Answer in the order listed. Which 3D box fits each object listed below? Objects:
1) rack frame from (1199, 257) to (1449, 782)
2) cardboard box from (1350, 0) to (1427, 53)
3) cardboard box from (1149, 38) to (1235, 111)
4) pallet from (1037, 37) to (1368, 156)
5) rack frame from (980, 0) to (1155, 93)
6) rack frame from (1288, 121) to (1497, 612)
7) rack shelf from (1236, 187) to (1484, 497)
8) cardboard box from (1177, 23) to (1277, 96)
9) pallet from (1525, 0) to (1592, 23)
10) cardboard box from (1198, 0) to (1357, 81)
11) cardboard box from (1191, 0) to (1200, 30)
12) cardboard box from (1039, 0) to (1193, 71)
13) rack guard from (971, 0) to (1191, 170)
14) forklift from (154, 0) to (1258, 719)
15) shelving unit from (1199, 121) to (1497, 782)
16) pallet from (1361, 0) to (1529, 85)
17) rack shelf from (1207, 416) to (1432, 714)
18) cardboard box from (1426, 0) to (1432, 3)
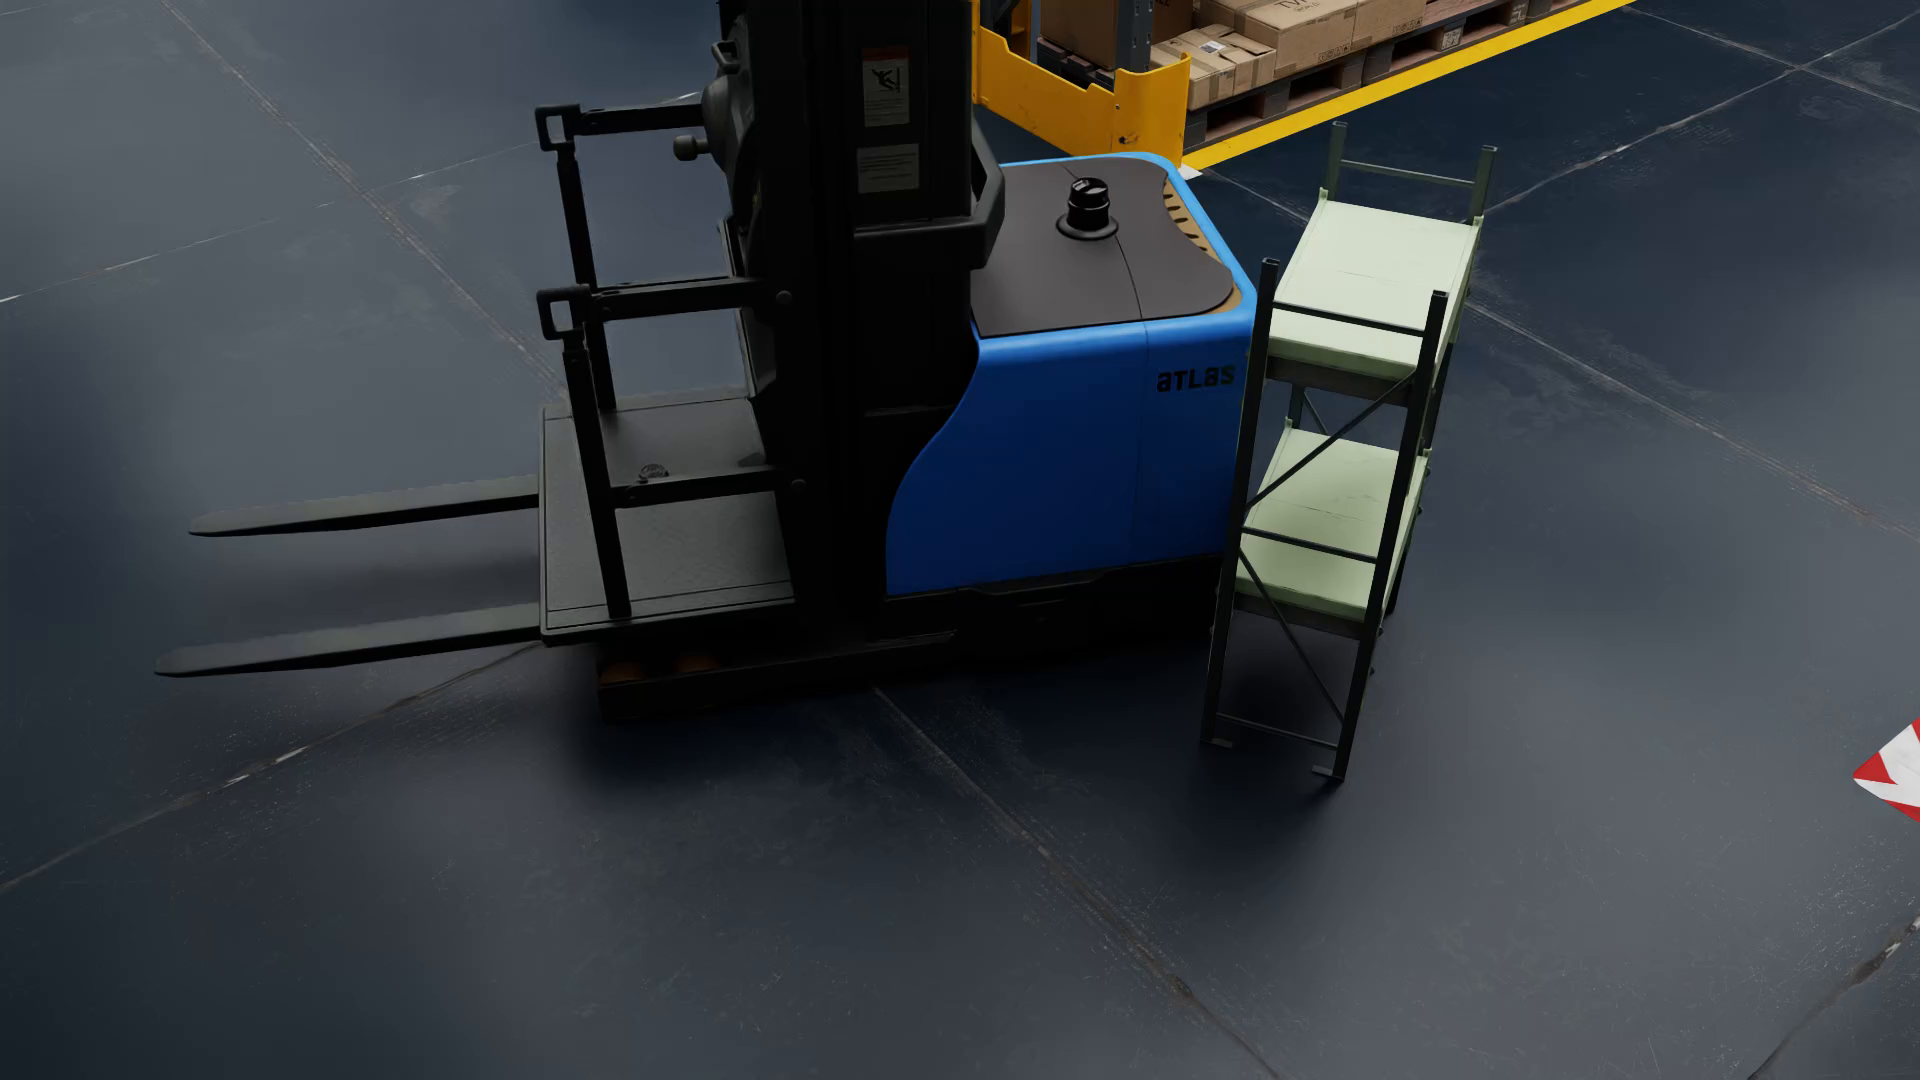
[{"bbox_3d":[0.848,0.015,4.050,0.400,1.500,0.023,14,41,17],"label":"rack frame"},{"bbox_3d":[1.833,-2.543,7.806,0.500,0.250,0.500,-26,46,-28],"label":"cardboard box"},{"bbox_3d":[0.977,-2.039,7.271,0.250,0.149,0.380,-26,46,-28],"label":"cardboard box"},{"bbox_3d":[1.128,-2.241,7.816,1.213,0.211,1.003,-26,46,-28],"label":"pallet"},{"bbox_3d":[0.436,-2.982,6.520,0.127,3.000,1.000,-26,46,-28],"label":"rack frame"},{"bbox_3d":[1.119,-0.417,4.575,0.400,1.500,0.023,14,41,17],"label":"rack frame"},{"bbox_3d":[0.984,-0.503,4.065,0.431,0.370,0.720,14,41,17],"label":"rack shelf"},{"bbox_3d":[1.176,-2.142,7.383,0.250,0.166,0.380,-26,46,-28],"label":"cardboard box"},{"bbox_3d":[3.062,-3.185,8.966,1.213,0.211,1.003,-26,46,-28],"label":"pallet"},{"bbox_3d":[1.436,-2.349,7.570,0.500,0.250,0.500,-26,46,-28],"label":"cardboard box"},{"bbox_3d":[1.093,-2.502,7.822,0.250,0.166,0.380,-26,46,-28],"label":"cardboard box"},{"bbox_3d":[0.717,-2.519,7.580,0.500,0.500,0.500,-26,46,-28],"label":"cardboard box"},{"bbox_3d":[0.496,-2.045,7.348,0.348,0.500,1.175,-26,46,-28],"label":"rack guard"},{"bbox_3d":[-0.746,-0.999,4.157,3.031,2.935,1.130,-7,40,-9],"label":"forklift"},{"bbox_3d":[0.984,-0.201,4.313,0.431,1.500,0.755,14,41,17],"label":"shelving unit"},{"bbox_3d":[2.094,-2.710,8.388,1.213,0.211,1.003,-26,46,-28],"label":"pallet"},{"bbox_3d":[0.984,0.051,4.519,0.431,0.370,0.720,14,41,17],"label":"rack shelf"},{"bbox_3d":[2.121,-3.004,8.168,0.637,0.503,0.797,-26,46,-28],"label":"cardboard box"}]
